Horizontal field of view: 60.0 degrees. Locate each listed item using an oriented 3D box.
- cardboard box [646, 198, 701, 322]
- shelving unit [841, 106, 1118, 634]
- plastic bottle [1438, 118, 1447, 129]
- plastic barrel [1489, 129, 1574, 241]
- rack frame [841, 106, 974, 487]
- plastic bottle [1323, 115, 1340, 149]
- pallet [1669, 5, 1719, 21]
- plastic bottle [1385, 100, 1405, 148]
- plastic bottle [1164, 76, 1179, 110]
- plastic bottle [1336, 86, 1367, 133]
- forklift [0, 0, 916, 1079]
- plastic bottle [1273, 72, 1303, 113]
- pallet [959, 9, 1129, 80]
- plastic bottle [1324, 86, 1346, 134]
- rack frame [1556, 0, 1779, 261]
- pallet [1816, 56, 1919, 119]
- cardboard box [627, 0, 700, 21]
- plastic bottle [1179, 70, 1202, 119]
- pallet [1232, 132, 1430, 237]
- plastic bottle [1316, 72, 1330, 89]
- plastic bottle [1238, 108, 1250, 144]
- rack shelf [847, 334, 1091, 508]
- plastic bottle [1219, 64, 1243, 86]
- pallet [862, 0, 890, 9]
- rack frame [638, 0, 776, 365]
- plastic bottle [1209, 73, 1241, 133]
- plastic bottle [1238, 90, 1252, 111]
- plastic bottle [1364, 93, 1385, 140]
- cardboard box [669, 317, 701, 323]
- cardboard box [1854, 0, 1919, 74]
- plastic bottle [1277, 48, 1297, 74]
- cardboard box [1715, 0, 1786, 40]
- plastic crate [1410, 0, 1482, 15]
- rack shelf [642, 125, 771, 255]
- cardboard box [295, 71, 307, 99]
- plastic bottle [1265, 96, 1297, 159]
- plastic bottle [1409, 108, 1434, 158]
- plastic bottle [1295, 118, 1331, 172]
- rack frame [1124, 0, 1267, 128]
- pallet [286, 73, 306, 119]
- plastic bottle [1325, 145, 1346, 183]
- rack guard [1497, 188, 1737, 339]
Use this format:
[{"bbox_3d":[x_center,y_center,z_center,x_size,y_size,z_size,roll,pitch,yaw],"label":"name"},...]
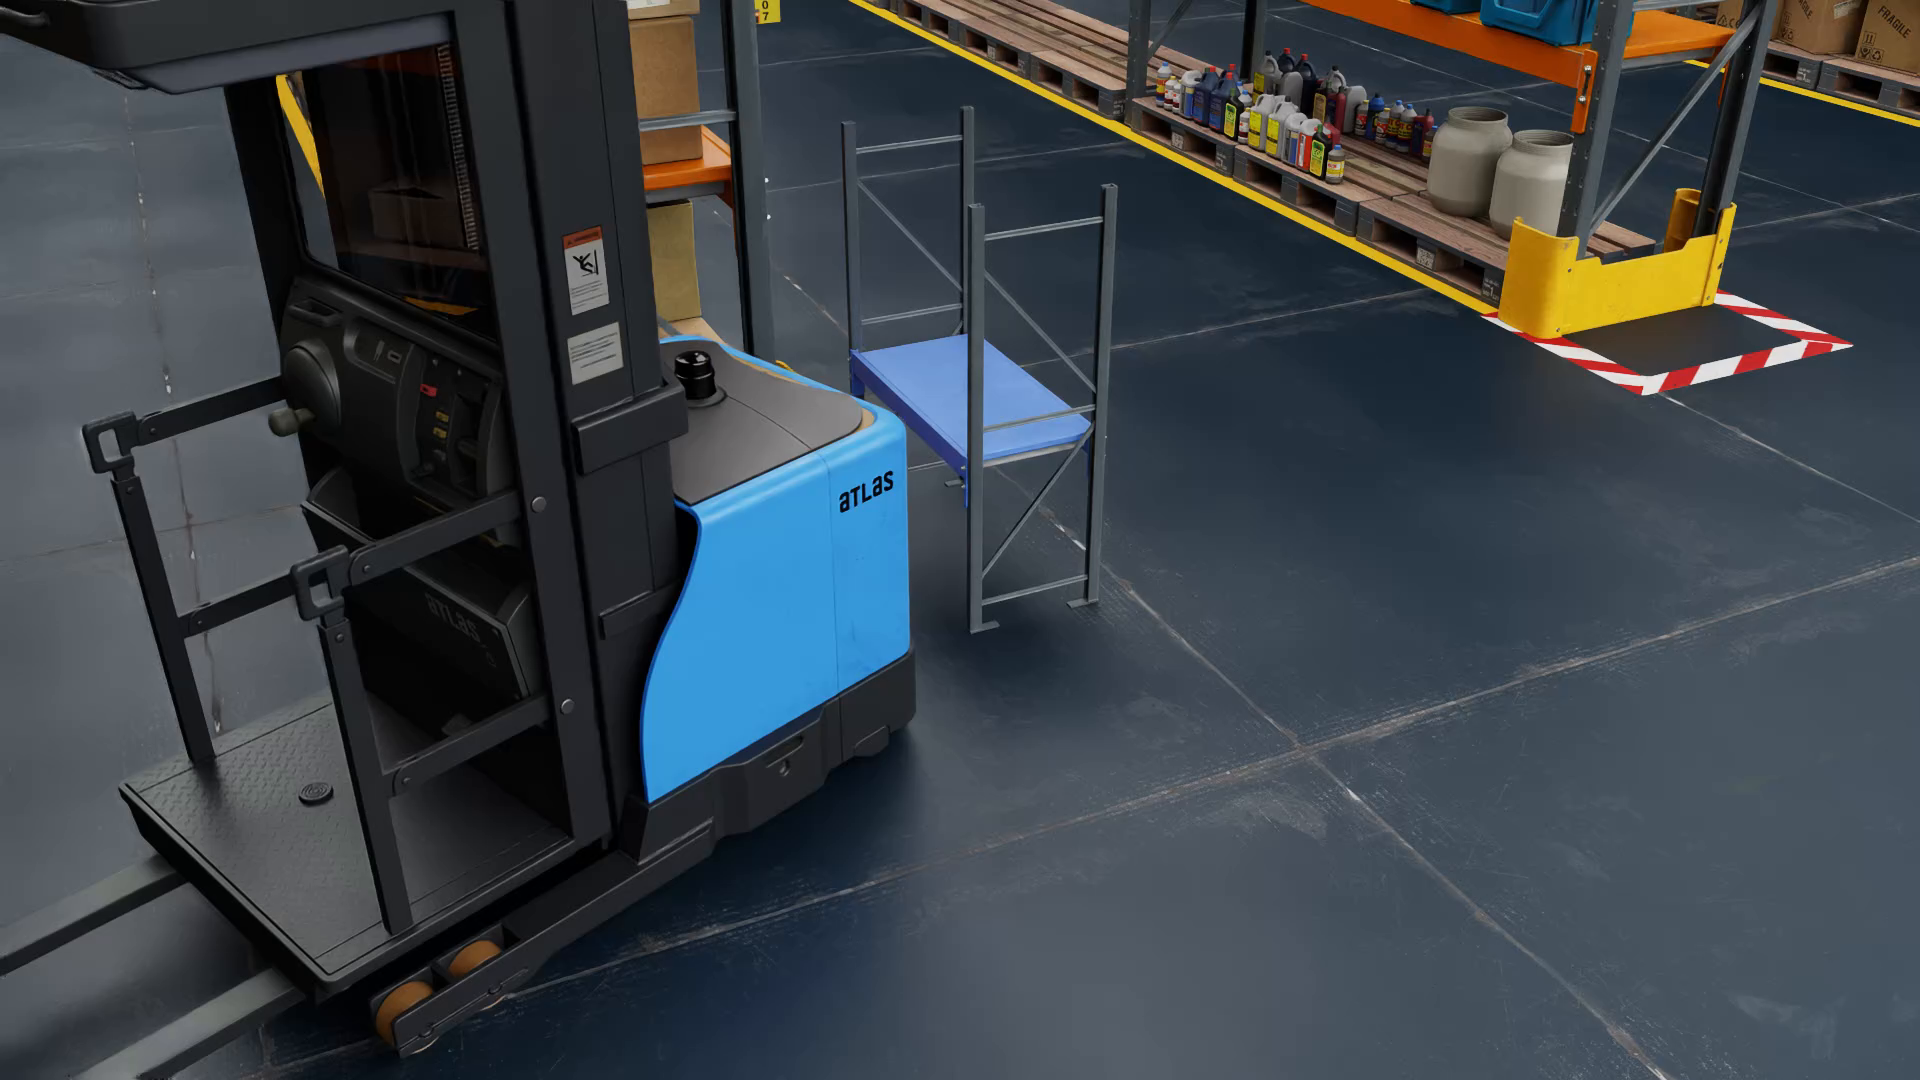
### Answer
[{"bbox_3d":[-1.416,-1.212,6.959,0.500,0.500,0.500,-13,32,-22],"label":"cardboard box"},{"bbox_3d":[0.037,-0.616,5.816,0.538,1.500,1.048,-13,32,-22],"label":"shelving unit"},{"bbox_3d":[2.808,-2.303,9.630,0.097,0.271,0.097,0,29,0],"label":"plastic bottle"},{"bbox_3d":[2.954,-1.808,8.521,0.421,0.512,0.421,0,29,0],"label":"plastic barrel"},{"bbox_3d":[-0.182,-0.841,6.216,0.500,1.500,0.032,-13,32,-22],"label":"rack frame"},{"bbox_3d":[2.133,-2.301,9.614,0.061,0.283,0.133,-13,32,-22],"label":"plastic bottle"},{"bbox_3d":[5.726,-4.369,13.826,1.003,0.211,1.213,-13,32,-22],"label":"pallet"},{"bbox_3d":[2.618,-2.499,9.979,0.097,0.271,0.097,0,29,0],"label":"plastic bottle"},{"bbox_3d":[1.373,-2.896,10.758,0.097,0.201,0.097,0,29,0],"label":"plastic bottle"},{"bbox_3d":[2.412,-2.682,10.301,0.152,0.276,0.135,-12,32,-21],"label":"plastic bottle"},{"bbox_3d":[-1.502,-0.318,3.820,1.130,2.935,3.031,24,37,36],"label":"forklift"},{"bbox_3d":[2.084,-2.855,10.610,0.152,0.276,0.135,-13,32,-22],"label":"plastic bottle"},{"bbox_3d":[0.688,-3.864,12.925,1.003,0.211,1.213,-13,32,-22],"label":"pallet"},{"bbox_3d":[2.316,-2.663,10.259,0.061,0.283,0.133,-13,32,-22],"label":"plastic bottle"},{"bbox_3d":[3.305,-2.435,7.526,1.000,3.000,0.127,-13,32,-22],"label":"rack frame"},{"bbox_3d":[6.909,-3.197,11.735,1.003,0.211,1.213,-13,32,-22],"label":"pallet"},{"bbox_3d":[-1.144,-1.942,5.881,0.380,0.149,0.250,-13,32,-22],"label":"cardboard box"},{"bbox_3d":[1.493,-2.836,10.576,0.152,0.276,0.135,-12,31,-20],"label":"plastic bottle"},{"bbox_3d":[2.366,-2.141,9.852,1.003,0.211,1.213,-13,32,-22],"label":"pallet"},{"bbox_3d":[2.315,-2.837,10.570,0.061,0.283,0.133,-11,31,-19],"label":"plastic bottle"},{"bbox_3d":[1.741,-2.516,10.082,0.097,0.201,0.097,0,29,0],"label":"plastic bottle"},{"bbox_3d":[0.037,-0.460,5.904,0.538,0.185,1.000,-13,32,-22],"label":"rack shelf"},{"bbox_3d":[1.690,-2.825,10.480,0.144,0.351,0.185,-13,32,-22],"label":"plastic bottle"},{"bbox_3d":[-0.505,-5.092,15.115,1.003,0.211,1.213,-13,32,-22],"label":"pallet"},{"bbox_3d":[-1.170,-1.397,5.674,1.000,3.000,0.127,-13,32,-22],"label":"rack frame"},{"bbox_3d":[1.641,-2.712,10.277,0.144,0.351,0.185,-15,32,-24],"label":"plastic bottle"},{"bbox_3d":[1.738,-2.620,10.195,0.097,0.271,0.097,0,29,0],"label":"plastic bottle"},{"bbox_3d":[2.531,-2.588,10.139,0.097,0.271,0.097,0,29,0],"label":"plastic bottle"},{"bbox_3d":[-1.417,-0.884,7.142,0.500,0.250,0.500,-13,32,-22],"label":"cardboard box"},{"bbox_3d":[6.787,-3.641,11.802,0.500,0.500,0.500,-16,33,-26],"label":"cardboard box"},{"bbox_3d":[2.125,-3.015,10.818,0.144,0.351,0.185,-14,32,-23],"label":"plastic bottle"},{"bbox_3d":[6.197,-4.150,12.710,0.500,0.500,0.500,-14,32,-23],"label":"cardboard box"},{"bbox_3d":[2.547,-2.817,8.358,0.499,0.251,0.408,-13,32,-22],"label":"plastic crate"},{"bbox_3d":[-2.029,-1.966,7.425,1.077,0.370,4.000,-13,32,-22],"label":"rack shelf"},{"bbox_3d":[-4.200,-3.171,11.220,0.500,0.250,0.500,-14,32,-23],"label":"cardboard box"},{"bbox_3d":[1.903,-2.442,9.796,0.144,0.351,0.185,-12,31,-20],"label":"plastic bottle"},{"bbox_3d":[2.728,-2.412,9.813,0.061,0.283,0.133,-13,32,-21],"label":"plastic bottle"},{"bbox_3d":[2.038,-2.275,9.576,0.152,0.276,0.135,-13,32,-22],"label":"plastic bottle"},{"bbox_3d":[1.588,-4.202,10.677,1.000,3.000,0.127,-13,32,-22],"label":"rack frame"},{"bbox_3d":[-4.286,-3.343,11.995,1.003,0.211,1.213,-13,32,-22],"label":"pallet"},{"bbox_3d":[2.121,-2.126,9.385,0.097,0.201,0.097,0,29,0],"label":"plastic bottle"},{"bbox_3d":[3.230,-1.369,8.179,1.175,0.500,0.348,-13,32,-22],"label":"rack guard"}]
